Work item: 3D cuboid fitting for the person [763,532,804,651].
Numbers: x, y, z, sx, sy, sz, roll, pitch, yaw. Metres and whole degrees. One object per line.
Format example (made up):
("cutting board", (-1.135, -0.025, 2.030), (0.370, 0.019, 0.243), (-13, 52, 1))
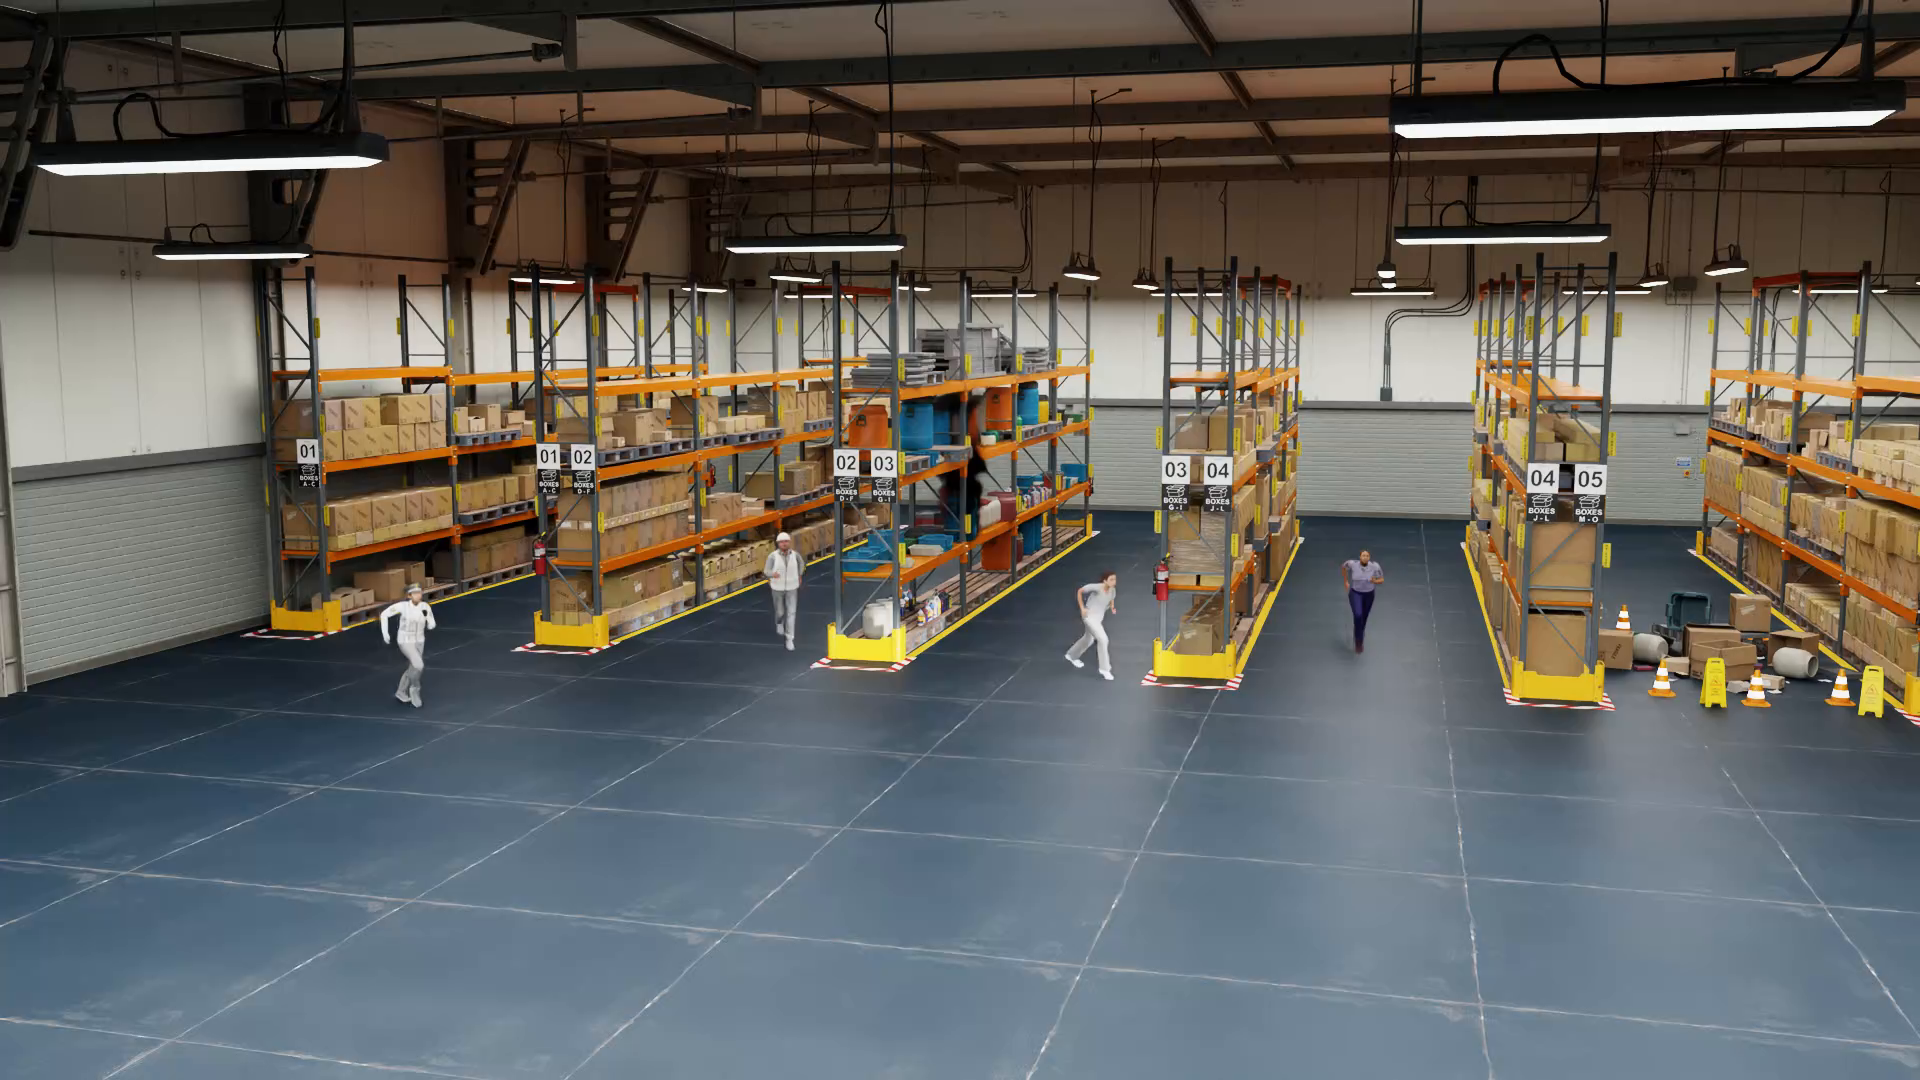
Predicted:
("person", (-2.751, 0.770, 26.092), (0.663, 1.798, 0.949), (-1, 7, -11))

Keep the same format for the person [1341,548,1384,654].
("person", (6.281, 0.922, 26.025), (0.599, 1.655, 0.921), (0, 7, 0))

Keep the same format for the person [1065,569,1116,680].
("person", (1.875, 1.194, 24.075), (0.606, 1.626, 0.960), (-6, 9, -40))

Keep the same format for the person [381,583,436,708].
("person", (-7.273, 1.384, 22.017), (0.786, 1.667, 0.626), (6, 10, 41))
